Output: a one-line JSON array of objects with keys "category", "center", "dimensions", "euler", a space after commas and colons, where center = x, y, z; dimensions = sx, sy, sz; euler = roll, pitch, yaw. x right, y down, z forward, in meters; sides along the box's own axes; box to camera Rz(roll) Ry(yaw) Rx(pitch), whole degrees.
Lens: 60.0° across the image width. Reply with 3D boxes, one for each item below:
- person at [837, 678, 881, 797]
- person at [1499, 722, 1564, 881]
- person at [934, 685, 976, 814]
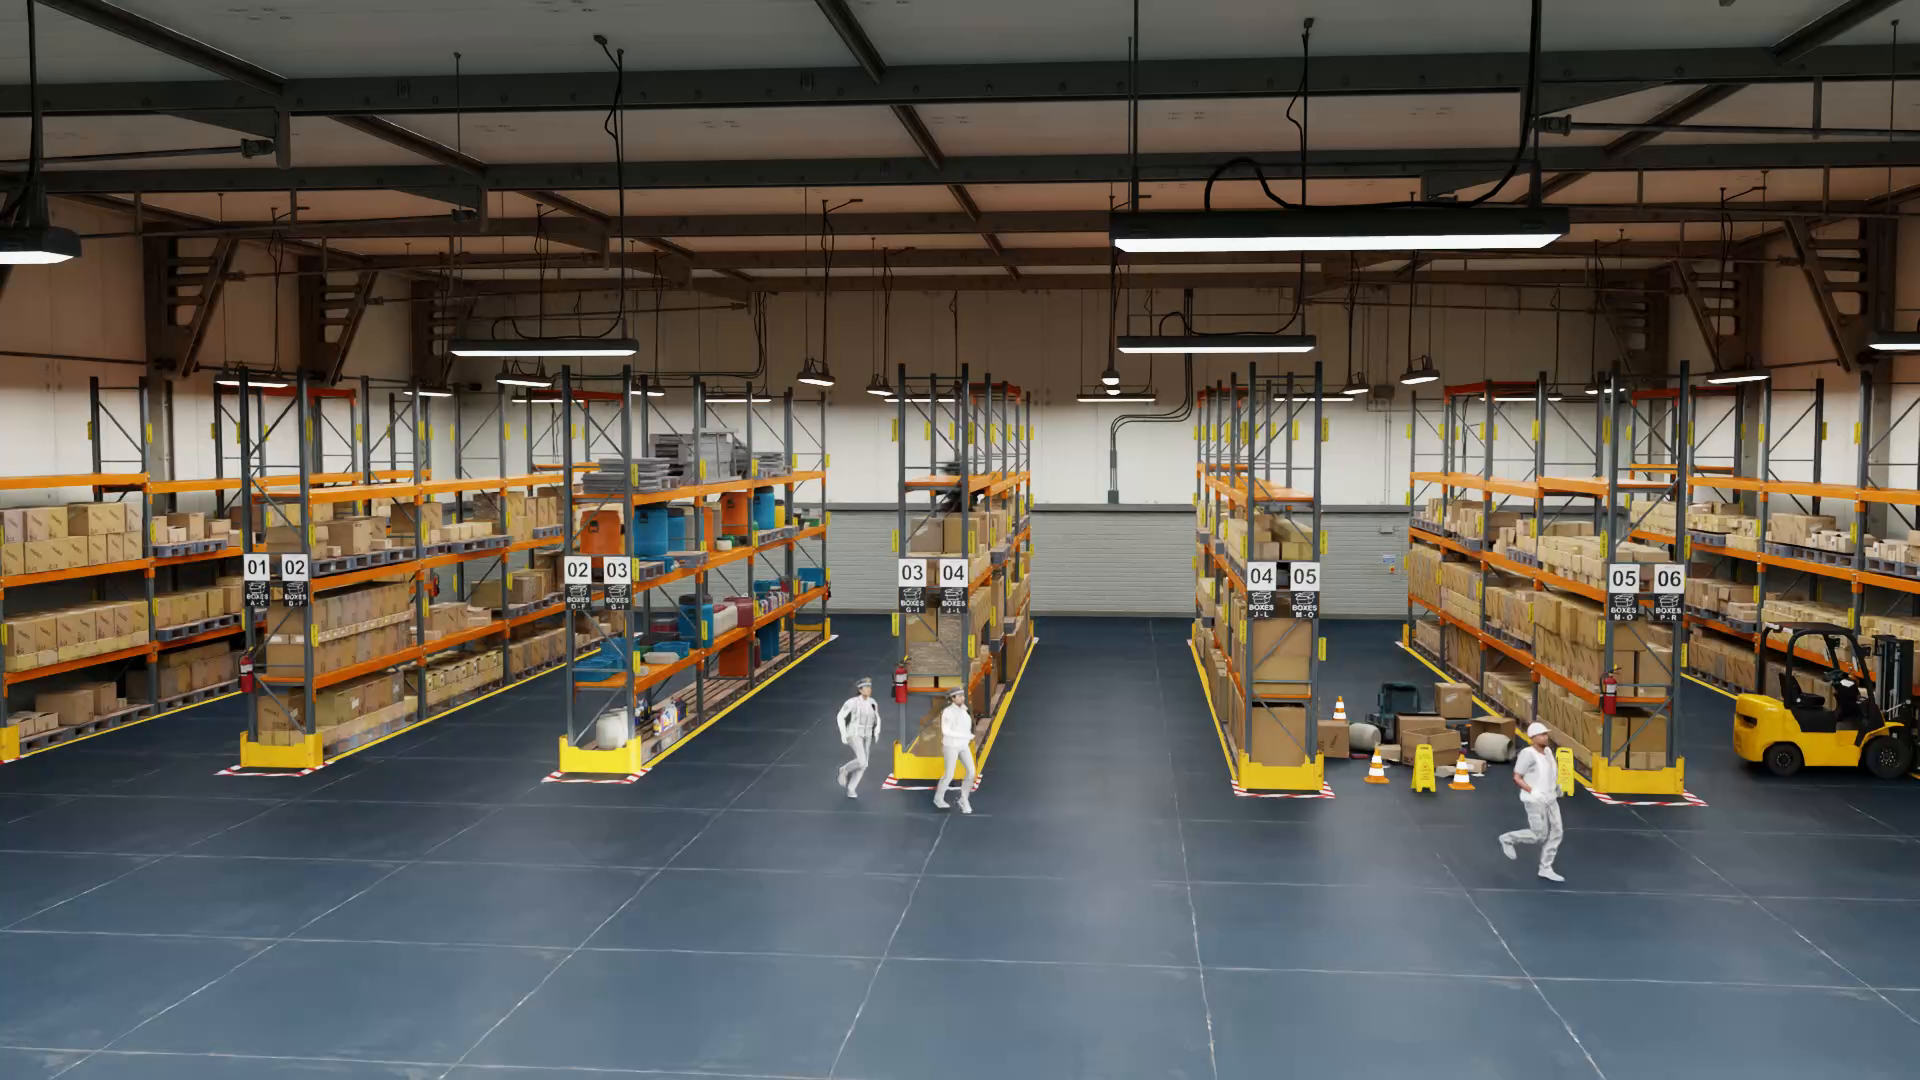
[{"category": "person", "center": [-1.340, 2.715, 23.004], "dimensions": [0.639, 1.619, 0.504], "euler": [-3, 4, -35]}, {"category": "person", "center": [6.509, 2.933, 18.814], "dimensions": [0.688, 1.757, 0.767], "euler": [-3, 5, -40]}, {"category": "person", "center": [-0.034, 2.770, 21.934], "dimensions": [0.719, 1.758, 0.627], "euler": [4, 5, 44]}]
